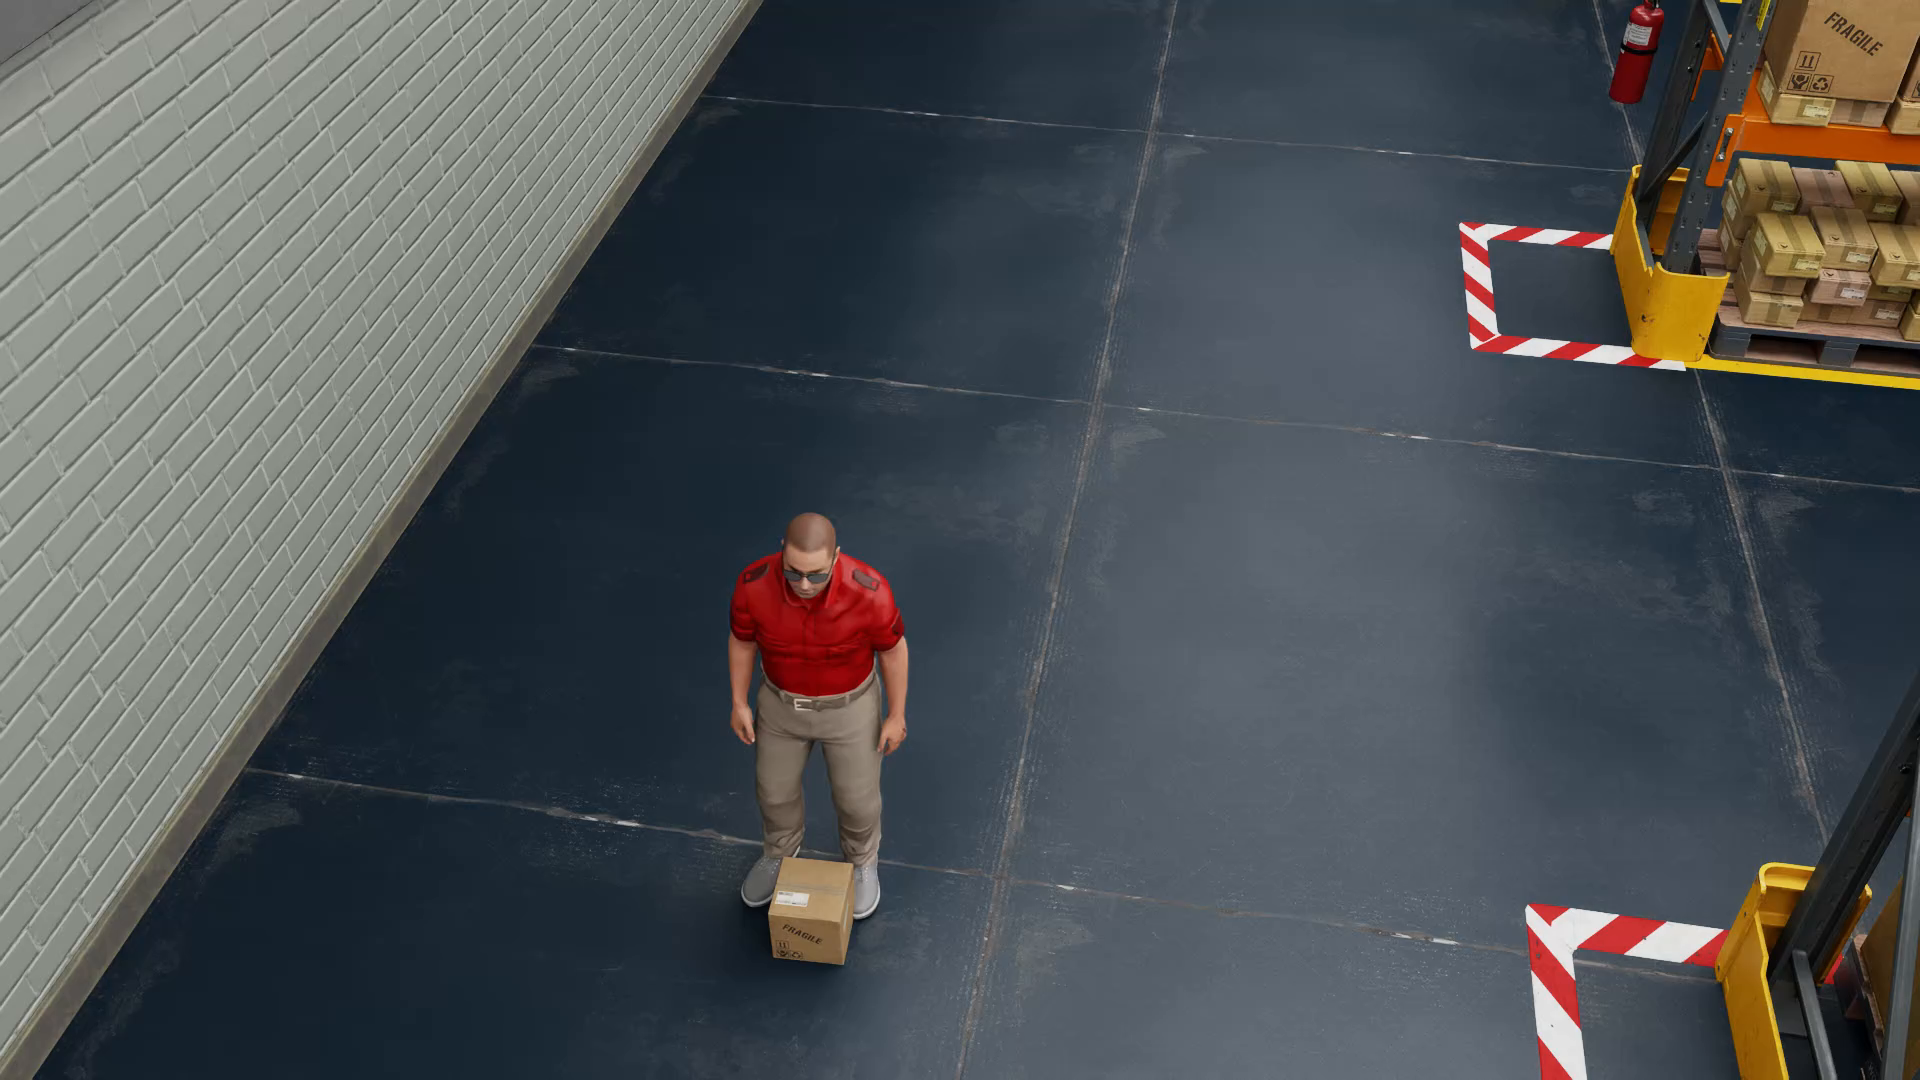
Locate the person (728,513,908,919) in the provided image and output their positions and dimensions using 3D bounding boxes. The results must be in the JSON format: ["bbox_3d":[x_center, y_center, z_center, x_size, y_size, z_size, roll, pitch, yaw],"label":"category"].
[{"bbox_3d":[-0.473,0.562,5.504,0.606,1.726,0.393,4,40,5],"label":"person"}]
